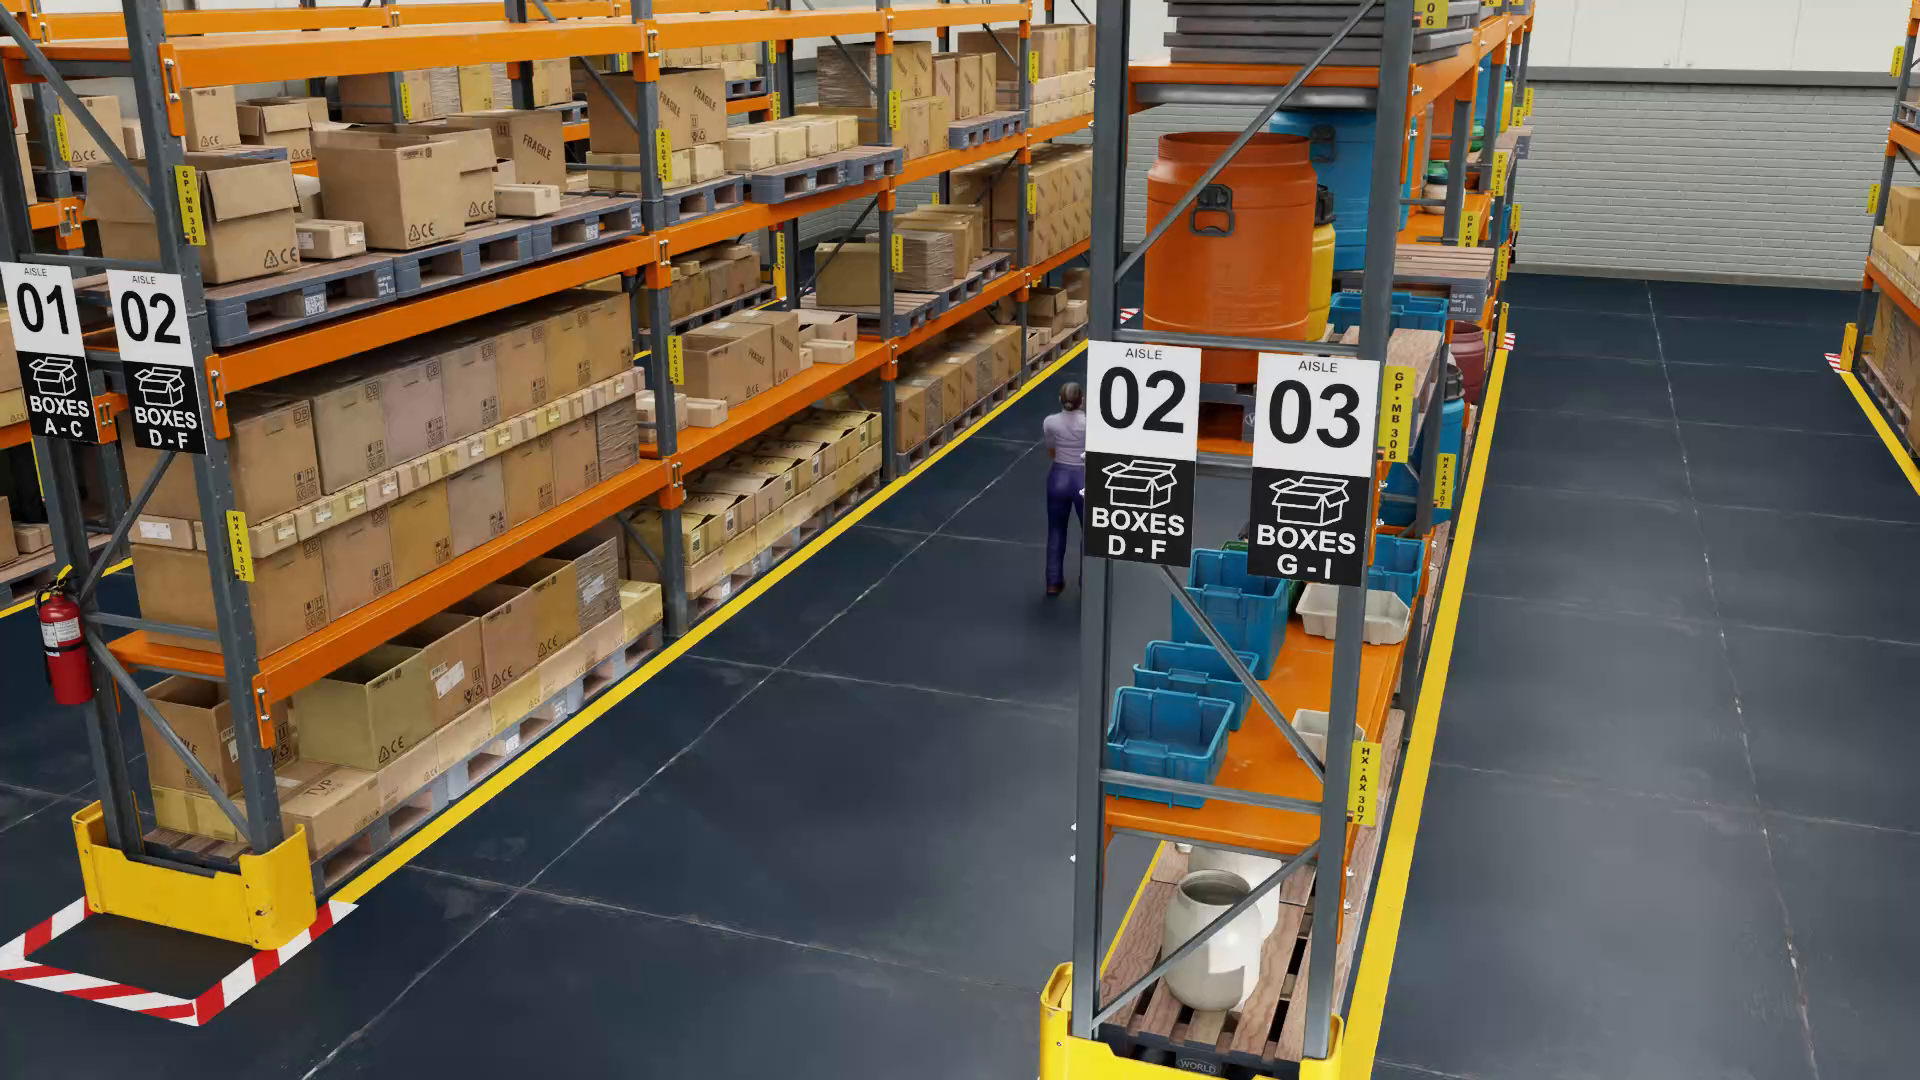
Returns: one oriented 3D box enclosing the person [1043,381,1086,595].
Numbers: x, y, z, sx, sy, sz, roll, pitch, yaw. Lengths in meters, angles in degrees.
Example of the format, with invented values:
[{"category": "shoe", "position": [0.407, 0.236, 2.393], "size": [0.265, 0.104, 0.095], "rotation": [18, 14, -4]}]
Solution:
[{"category": "person", "position": [0.860, -0.404, 12.292], "size": [0.452, 1.634, 0.517], "rotation": [7, 20, 18]}]
